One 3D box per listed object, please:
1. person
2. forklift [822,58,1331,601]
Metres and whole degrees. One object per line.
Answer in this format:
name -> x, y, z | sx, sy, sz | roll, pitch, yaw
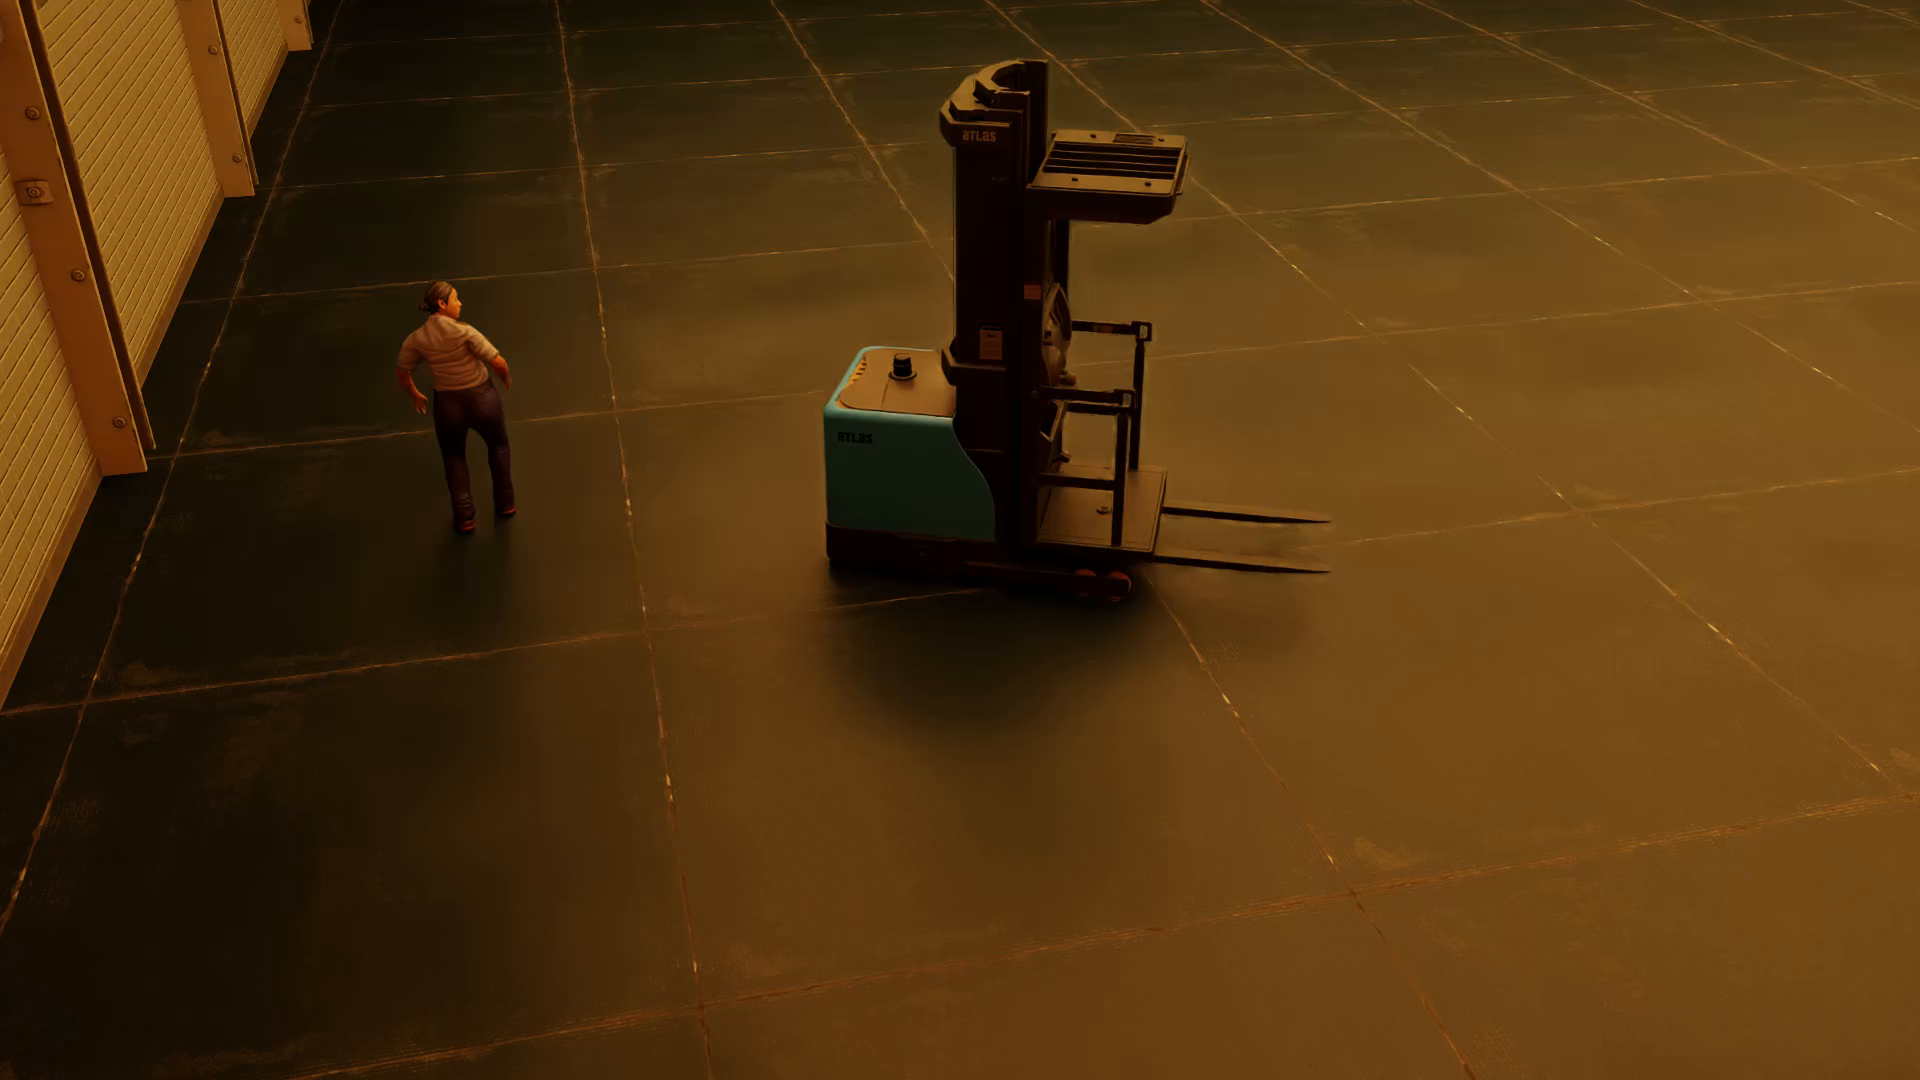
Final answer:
person -> -3.116, -0.842, 10.364 | 0.685, 1.614, 0.492 | -4, 30, -6
forklift -> 0.747, -1.199, 9.645 | 3.031, 2.935, 1.130 | 6, 31, 9
